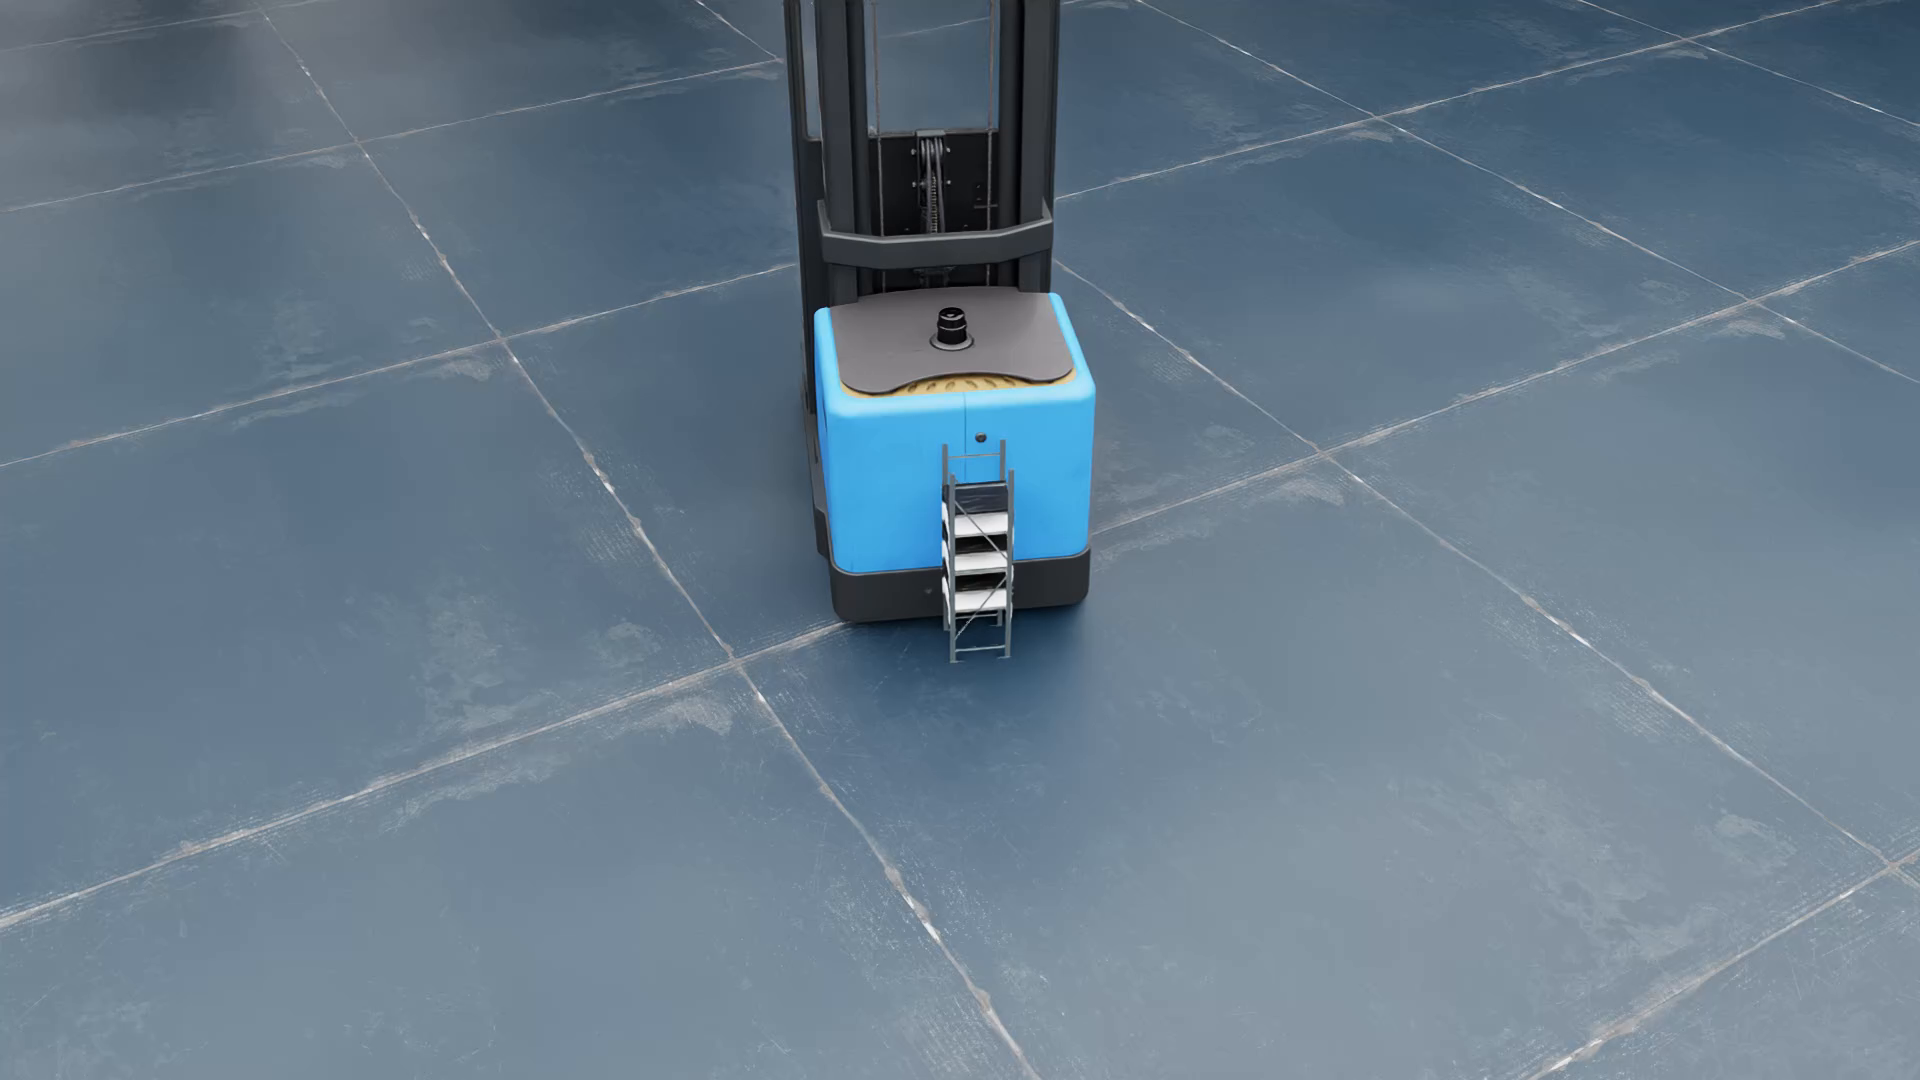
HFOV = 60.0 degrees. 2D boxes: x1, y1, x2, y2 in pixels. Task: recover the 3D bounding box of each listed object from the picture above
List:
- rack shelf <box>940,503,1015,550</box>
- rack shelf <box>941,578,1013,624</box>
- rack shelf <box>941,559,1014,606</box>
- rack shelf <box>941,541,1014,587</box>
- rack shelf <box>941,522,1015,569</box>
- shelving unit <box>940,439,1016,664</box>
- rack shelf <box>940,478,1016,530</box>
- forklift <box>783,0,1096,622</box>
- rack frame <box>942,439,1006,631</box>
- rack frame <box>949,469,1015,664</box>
[{"bbox_3d":[0.066,-0.063,6.325,0.258,0.077,0.200,-5,36,-6],"label":"rack shelf"},{"bbox_3d":[0.066,0.228,6.537,0.258,0.077,0.200,-5,36,-6],"label":"rack shelf"},{"bbox_3d":[0.066,0.155,6.484,0.258,0.077,0.200,-5,36,-6],"label":"rack shelf"},{"bbox_3d":[0.066,0.082,6.431,0.258,0.077,0.200,-5,36,-6],"label":"rack shelf"},{"bbox_3d":[0.066,0.010,6.378,0.258,0.077,0.200,-5,36,-6],"label":"rack shelf"},{"bbox_3d":[0.066,0.055,6.411,0.258,0.900,0.210,-5,36,-6],"label":"shelving unit"},{"bbox_3d":[0.066,-0.136,6.272,0.258,0.077,0.200,-5,36,-6],"label":"rack shelf"},{"bbox_3d":[-0.182,-1.713,7.110,1.130,2.935,3.031,-5,36,-6],"label":"forklift"},{"bbox_3d":[0.053,-0.004,6.493,0.240,0.900,0.006,-5,36,-6],"label":"rack frame"},{"bbox_3d":[0.080,0.115,6.330,0.240,0.900,0.006,-5,36,-6],"label":"rack frame"}]
